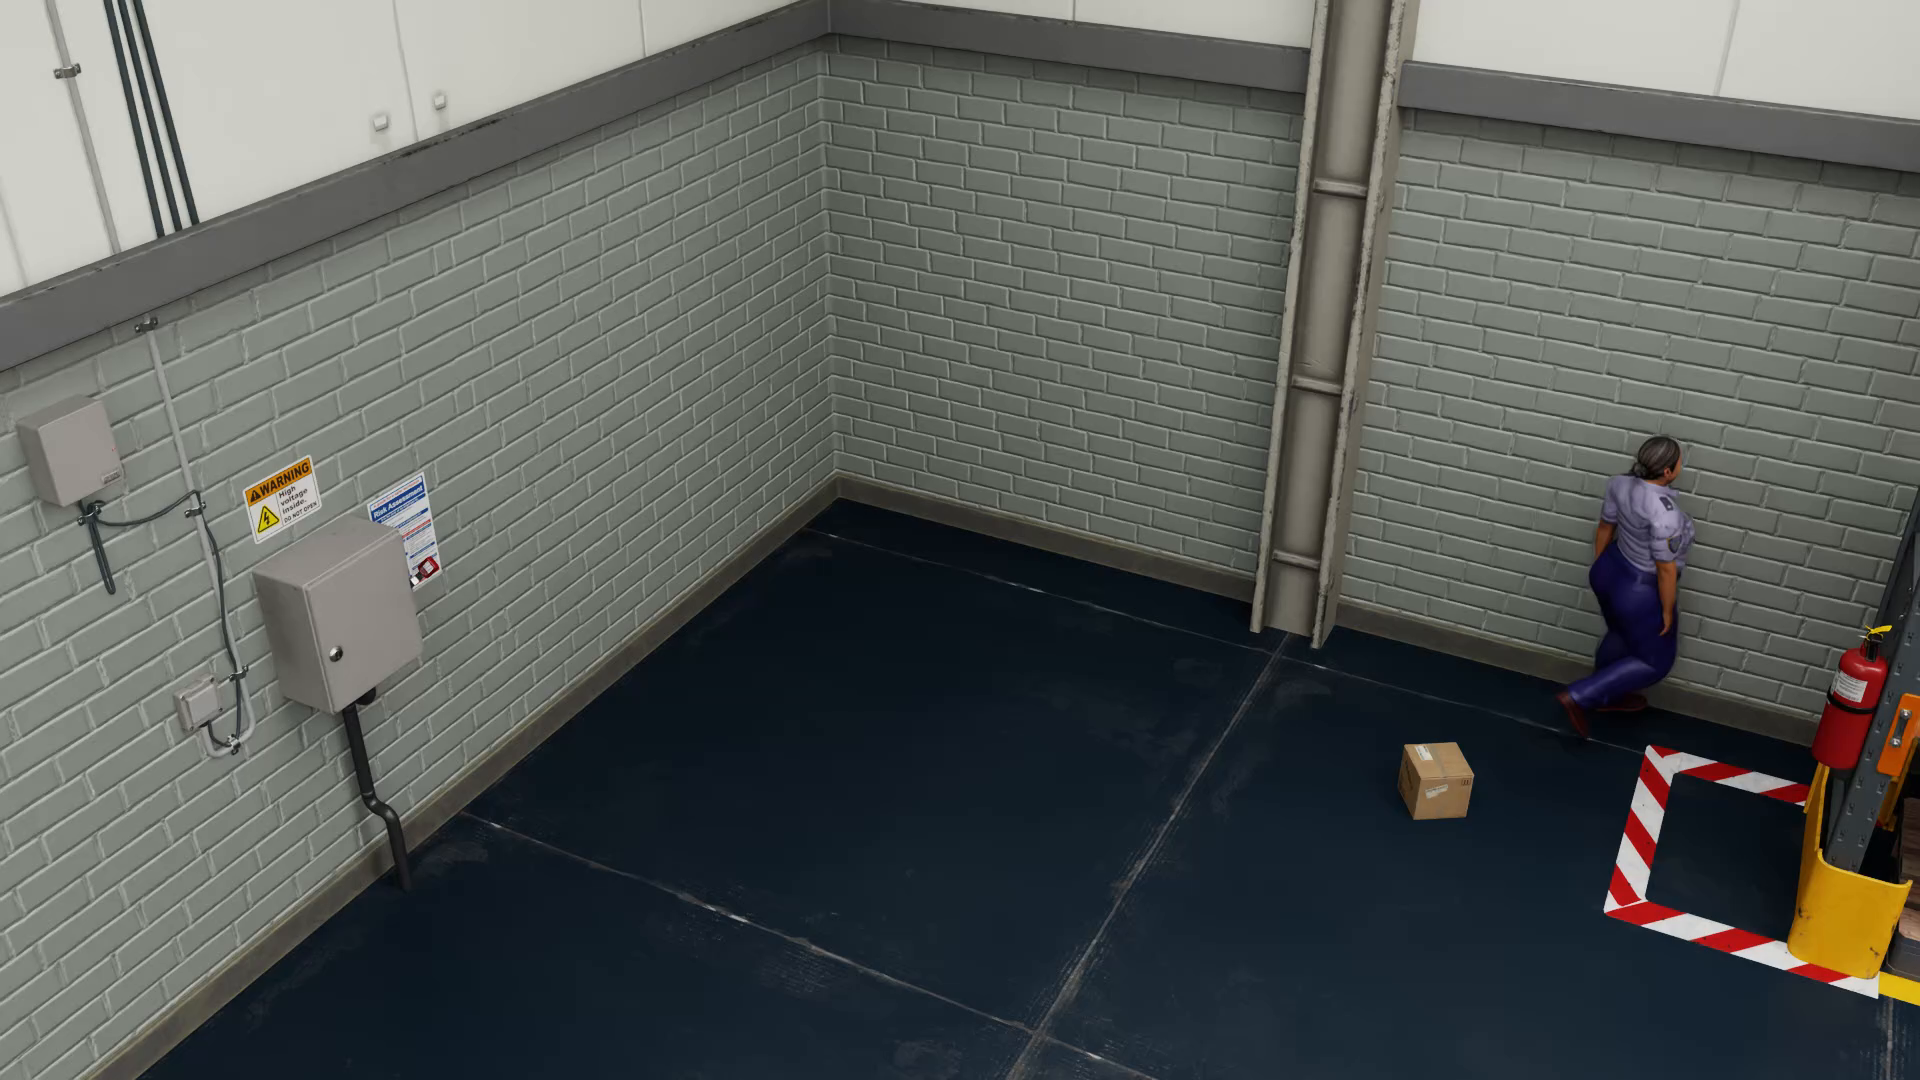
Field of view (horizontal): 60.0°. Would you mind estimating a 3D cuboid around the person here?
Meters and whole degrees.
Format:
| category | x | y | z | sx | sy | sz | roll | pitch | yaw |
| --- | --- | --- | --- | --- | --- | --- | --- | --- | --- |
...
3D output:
| category | x | y | z | sx | sy | sz | roll | pitch | yaw |
| --- | --- | --- | --- | --- | --- | --- | --- | --- | --- |
| person | 3.187 | 0.229 | 7.890 | 0.662 | 1.627 | 0.494 | -6 | 31 | -11 |
